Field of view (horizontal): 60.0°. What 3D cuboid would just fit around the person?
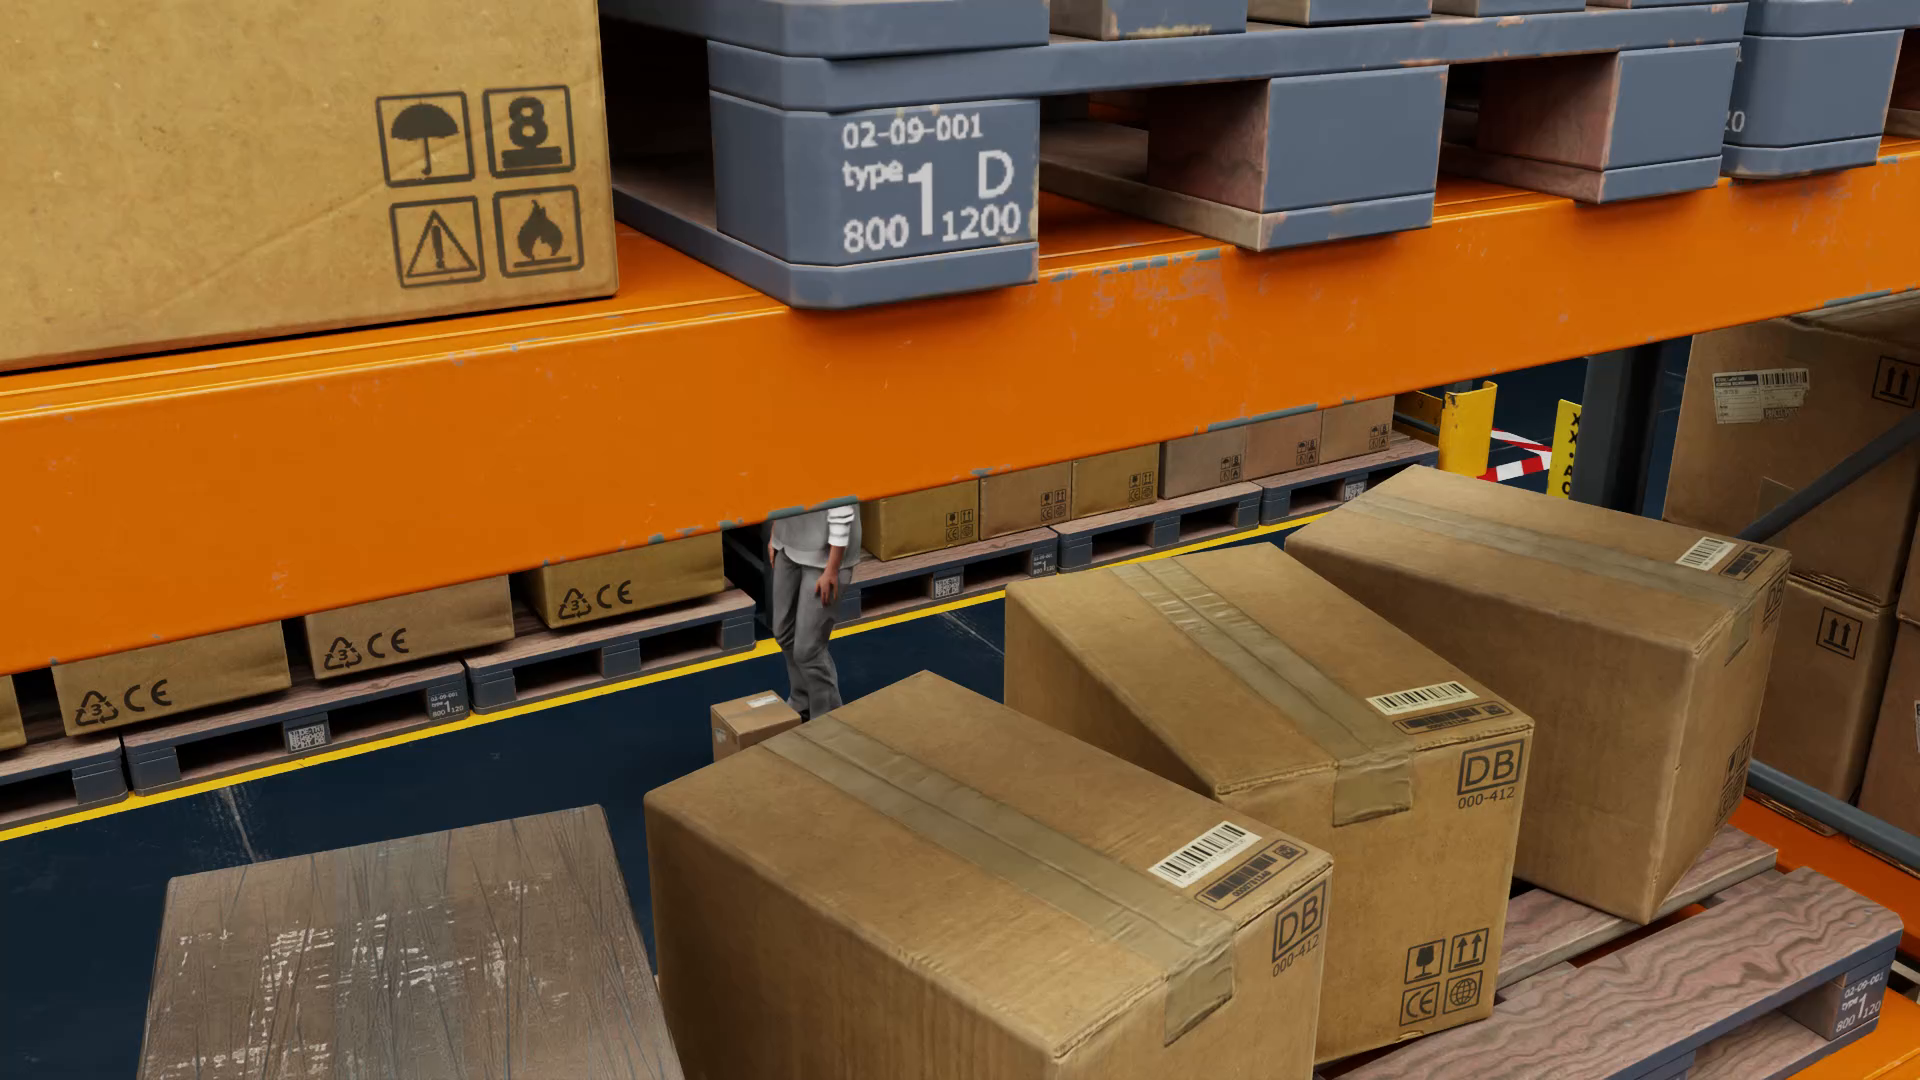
[{"bbox_3d":[-0.554,0.068,5.936,0.376,1.592,0.466,-13,26,-30],"label":"person"}]
